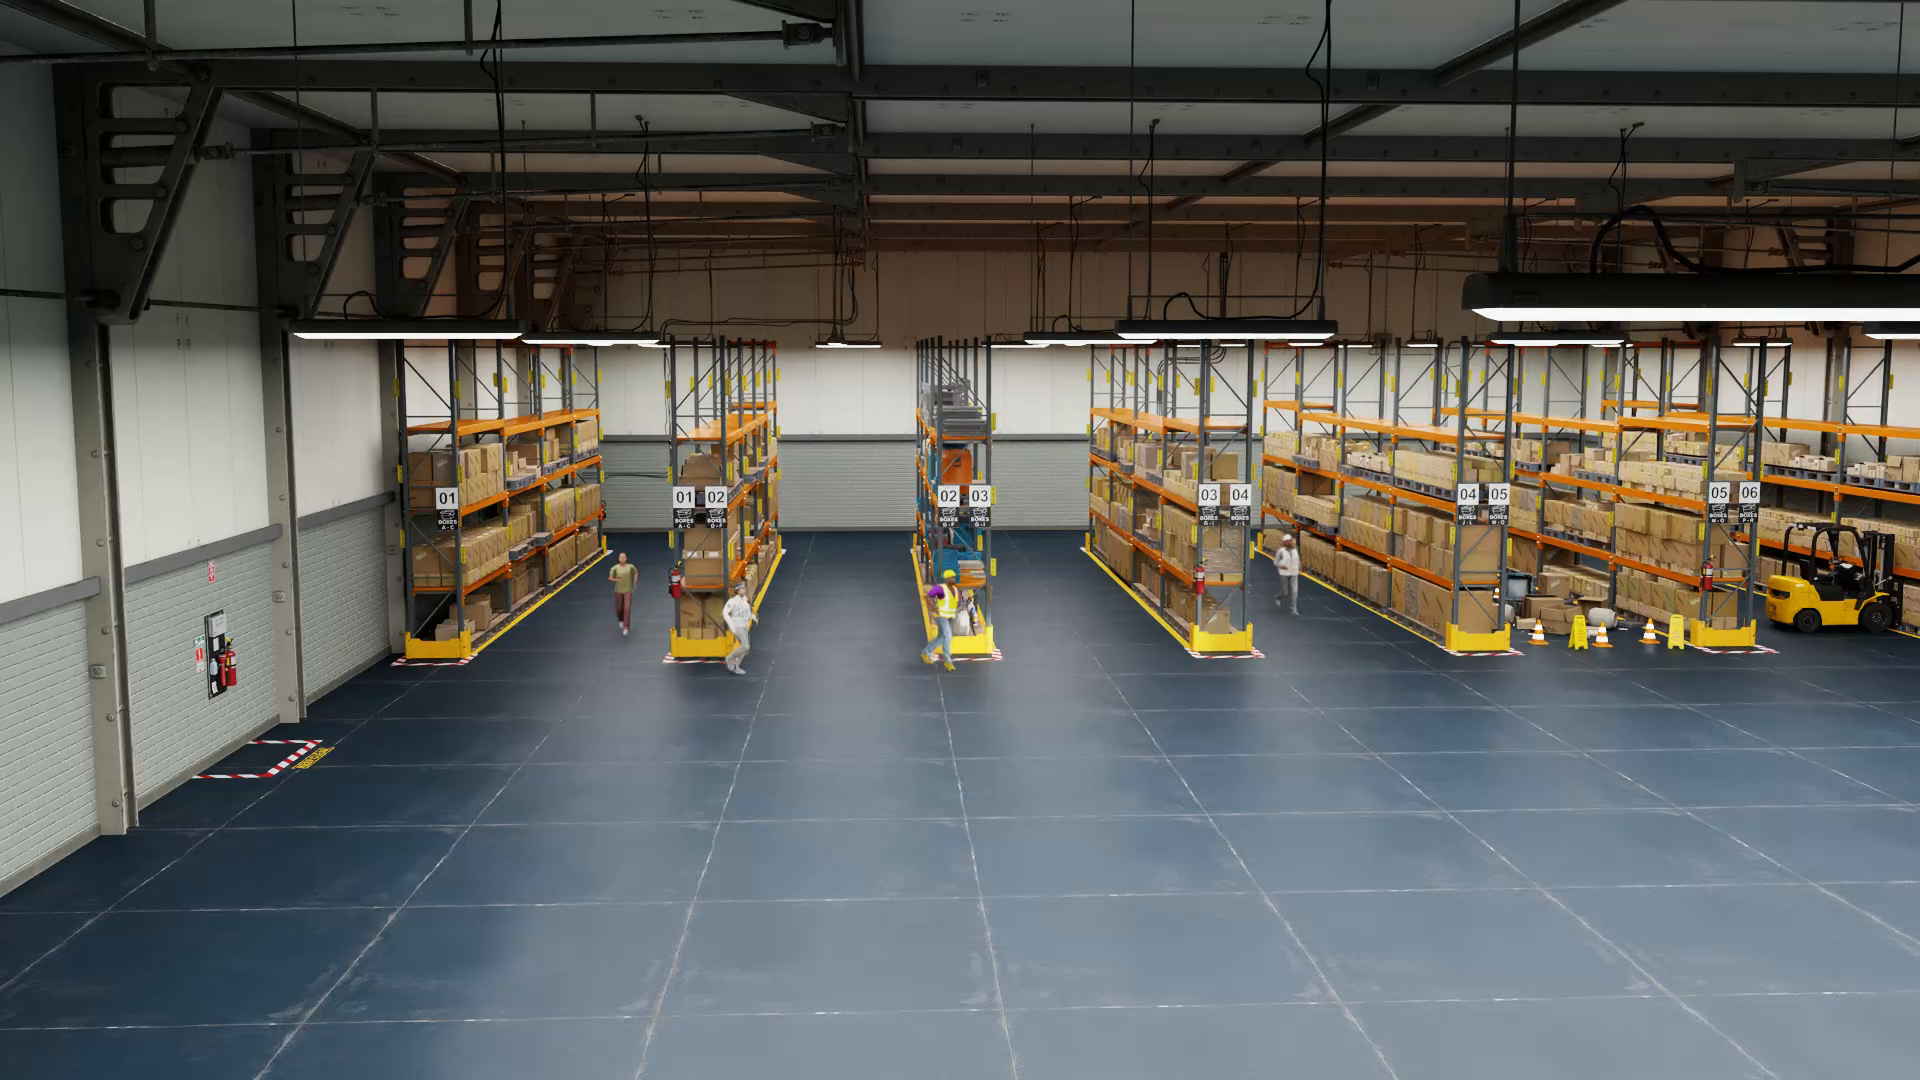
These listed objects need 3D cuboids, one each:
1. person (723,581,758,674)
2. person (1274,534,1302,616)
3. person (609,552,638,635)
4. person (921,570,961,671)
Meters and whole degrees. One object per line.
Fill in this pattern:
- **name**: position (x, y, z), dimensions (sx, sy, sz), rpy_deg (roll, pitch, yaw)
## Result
- **person**: position (-3.879, 1.549, 29.557), dimensions (0.536, 1.664, 0.630), rpy_deg (3, 7, 26)
- **person**: position (7.154, 0.749, 36.158), dimensions (0.676, 1.741, 0.971), rpy_deg (-1, 7, -12)
- **person**: position (-6.819, 1.052, 33.702), dimensions (0.579, 1.647, 0.952), rpy_deg (-1, 7, -8)
- **person**: position (-0.273, 1.434, 30.232), dimensions (0.862, 1.796, 0.708), rpy_deg (4, 8, 34)
